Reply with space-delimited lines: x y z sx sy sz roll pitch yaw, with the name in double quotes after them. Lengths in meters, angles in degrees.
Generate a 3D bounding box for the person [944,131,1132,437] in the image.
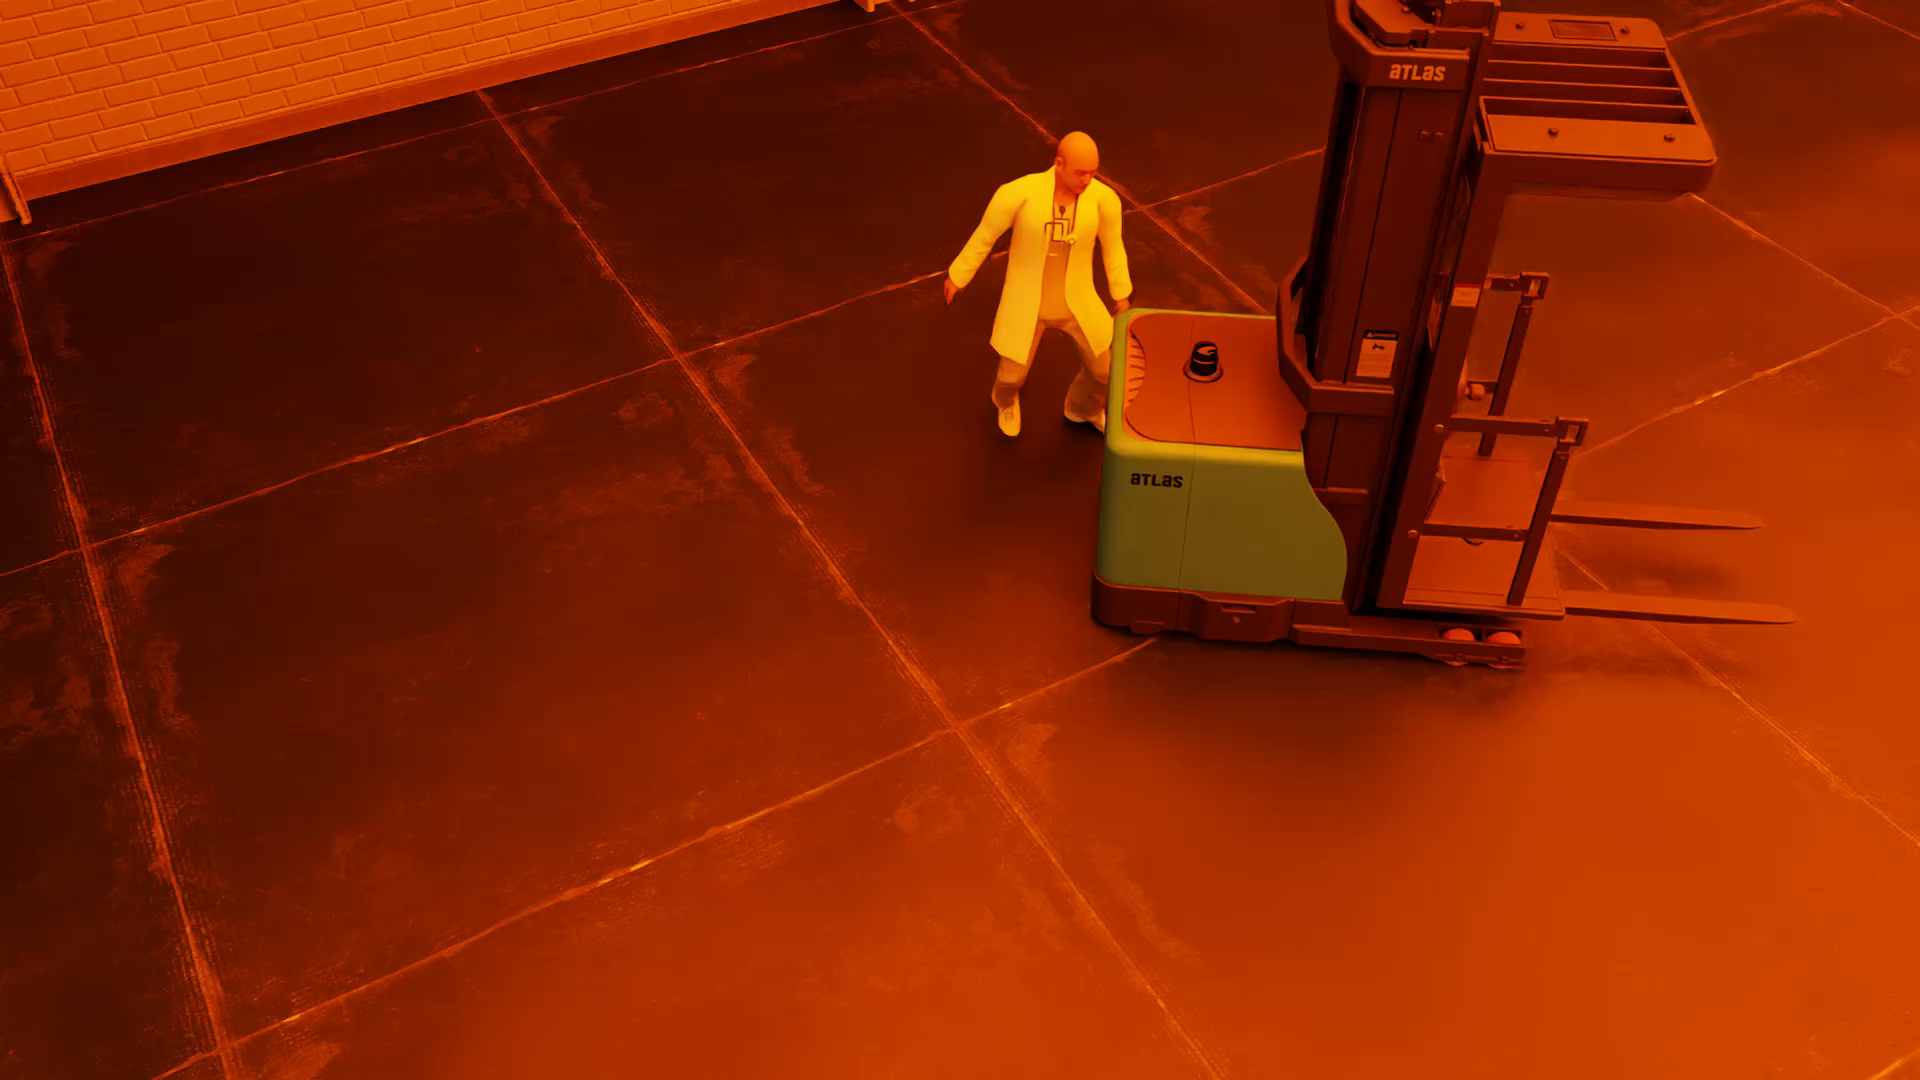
0.395 -1.183 7.912 0.935 1.739 0.585 -2 43 -3 "person"

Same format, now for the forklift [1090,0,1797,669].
2.132 -0.897 6.665 3.031 2.935 1.130 4 43 4 "forklift"
